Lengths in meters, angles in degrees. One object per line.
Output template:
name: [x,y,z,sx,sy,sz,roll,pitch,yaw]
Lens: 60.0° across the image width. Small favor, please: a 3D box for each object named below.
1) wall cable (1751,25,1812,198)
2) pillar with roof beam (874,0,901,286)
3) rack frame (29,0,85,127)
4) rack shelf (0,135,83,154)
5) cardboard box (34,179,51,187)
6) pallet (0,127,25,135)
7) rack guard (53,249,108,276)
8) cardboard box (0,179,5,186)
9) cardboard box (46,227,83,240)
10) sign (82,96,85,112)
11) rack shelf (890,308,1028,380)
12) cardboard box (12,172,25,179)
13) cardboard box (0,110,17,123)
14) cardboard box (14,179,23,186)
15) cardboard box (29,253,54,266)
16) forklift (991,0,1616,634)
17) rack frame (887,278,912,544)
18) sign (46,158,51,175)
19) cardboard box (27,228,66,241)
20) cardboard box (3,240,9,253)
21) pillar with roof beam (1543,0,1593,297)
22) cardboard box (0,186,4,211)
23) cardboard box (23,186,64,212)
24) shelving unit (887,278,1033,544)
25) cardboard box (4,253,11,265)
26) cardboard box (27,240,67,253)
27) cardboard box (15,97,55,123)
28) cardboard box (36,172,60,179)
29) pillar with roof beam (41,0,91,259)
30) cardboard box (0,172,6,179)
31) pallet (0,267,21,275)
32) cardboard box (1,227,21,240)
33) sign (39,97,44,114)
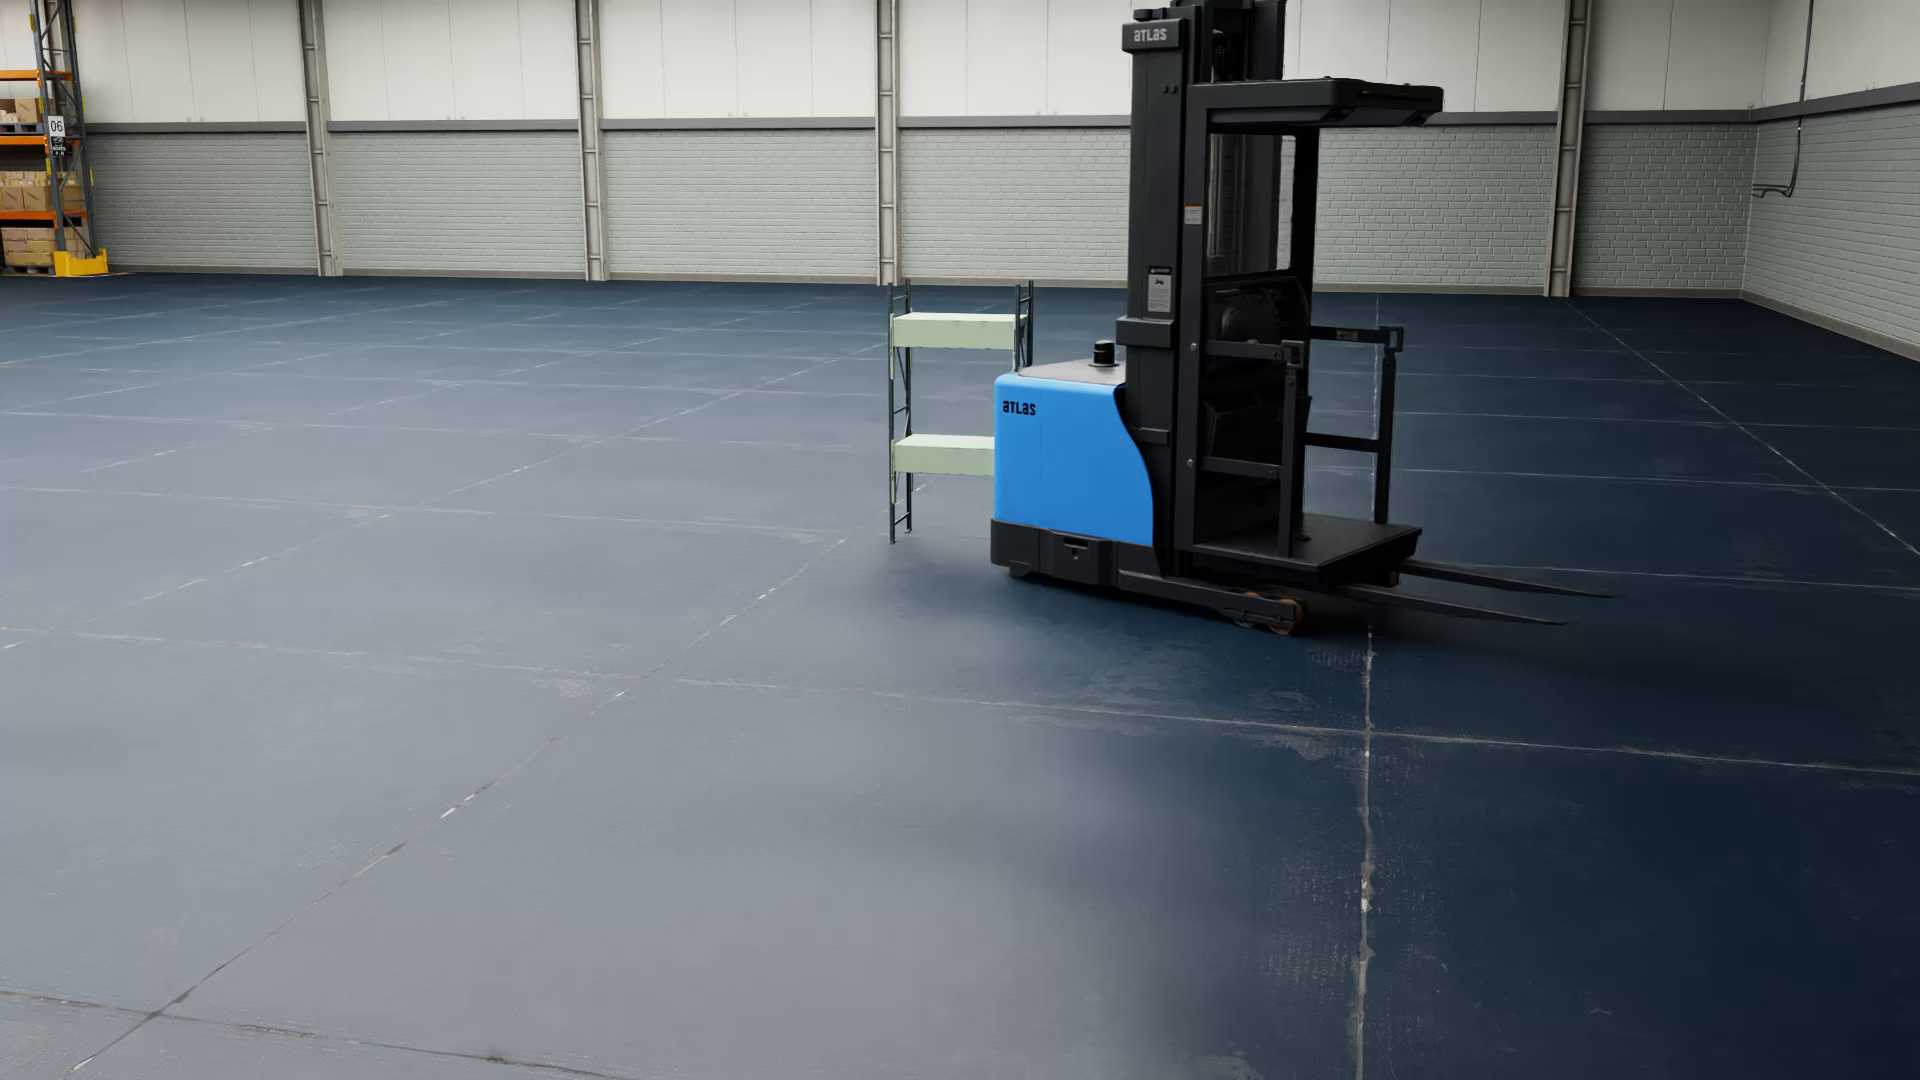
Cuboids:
wall cable: [12.850,-6.664,26.165,0.112,2.526,3.097,3,13,14]
pillar with roof beam: [-2.375,-8.329,26.498,0.400,9.000,9.100,3,13,14]
rack frame: [-18.359,-9.942,33.771,0.127,3.000,1.000,3,13,14]
rack shelf: [-20.301,-8.231,34.642,4.000,0.370,1.077,3,13,14]
cardboard box: [-18.763,-7.338,34.156,0.250,0.149,0.380,3,13,14]
pallet: [-20.228,-8.540,34.579,1.213,0.211,1.003,3,13,14]
rack guard: [-18.336,-5.792,34.686,0.348,0.500,1.175,3,13,14]
cardboard box: [-19.764,-7.391,34.392,0.250,0.149,0.380,3,13,12]
cardboard box: [-18.781,-6.429,34.857,0.500,0.250,0.500,3,13,13]
sign: [-18.221,-9.060,34.518,0.005,0.325,0.100,3,13,14]
rack shelf: [0.006,-1.113,9.485,0.720,0.370,0.431,3,13,14]
cardboard box: [-19.265,-7.513,34.256,0.250,0.149,0.380,3,13,15]
cardboard box: [-19.483,-8.659,34.020,0.258,0.266,0.396,3,13,14]
cardboard box: [-19.256,-7.372,34.306,0.250,0.149,0.380,3,13,15]
cardboard box: [-18.891,-5.834,34.484,0.500,0.250,0.500,3,13,14]
forklift: [1.619,-1.120,8.015,3.031,2.935,1.130,10,16,39]
rack frame: [-0.349,-0.751,9.655,0.023,1.500,0.400,3,13,14]
sign: [-18.503,-7.581,33.759,0.005,0.325,0.100,3,13,14]
cardboard box: [-18.881,-6.323,34.377,0.500,0.250,0.500,4,13,15]
cardboard box: [-19.897,-6.131,34.665,0.500,0.250,0.500,3,13,12]
pillar with roof beam: [9.275,-7.706,23.691,0.400,9.000,9.100,3,13,14]
cardboard box: [-19.899,-7.088,34.526,0.500,0.500,0.500,3,13,12]
cardboard box: [-18.900,-7.033,34.276,0.500,0.500,0.500,3,13,12]
shelving unit: [0.006,-0.732,9.570,0.755,1.500,0.431,3,13,14]
cardboard box: [-19.855,-5.890,34.735,0.500,0.250,0.500,3,13,14]
cardboard box: [-18.907,-6.080,34.437,0.500,0.250,0.500,3,13,13]
cardboard box: [-18.848,-8.752,33.902,0.500,0.500,0.500,3,13,15]
cardboard box: [-18.758,-7.499,34.192,0.250,0.149,0.380,3,13,14]
pillar with roof beam: [-19.851,-9.263,30.708,0.400,9.000,9.100,3,13,14]
cardboard box: [-19.768,-7.532,34.340,0.250,0.149,0.380,3,13,15]
pallet: [-20.293,-5.747,35.150,1.213,0.211,1.003,3,13,14]
cardboard box: [-19.871,-6.372,34.600,0.500,0.250,0.500,3,13,14]
sign: [-18.503,-8.758,33.498,0.005,0.325,0.100,3,13,14]
